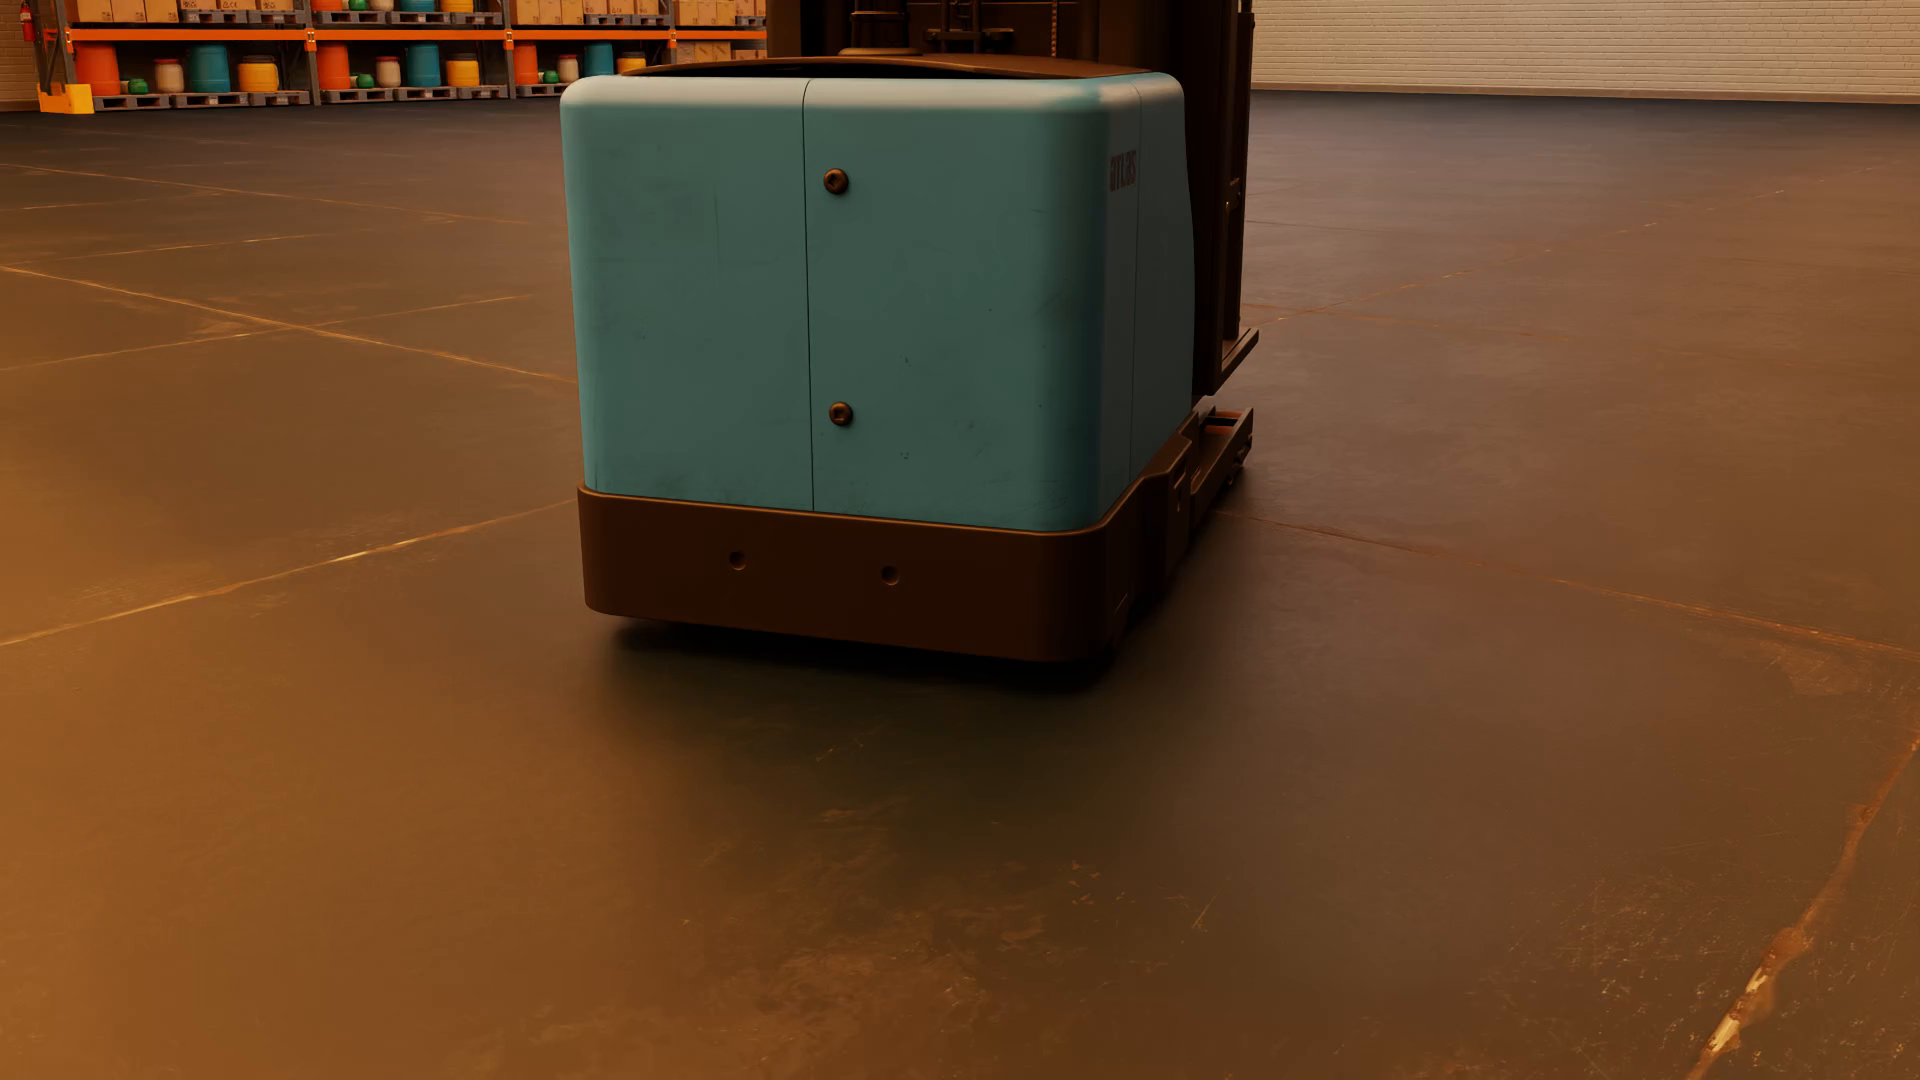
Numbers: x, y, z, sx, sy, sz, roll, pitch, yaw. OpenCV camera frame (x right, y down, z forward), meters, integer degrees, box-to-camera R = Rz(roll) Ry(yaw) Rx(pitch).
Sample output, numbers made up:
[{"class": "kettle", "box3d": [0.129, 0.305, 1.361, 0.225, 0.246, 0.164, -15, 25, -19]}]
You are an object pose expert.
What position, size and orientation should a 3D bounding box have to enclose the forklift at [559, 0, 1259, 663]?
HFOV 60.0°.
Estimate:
[{"class": "forklift", "box3d": [0.182, -1.571, 4.072, 1.130, 2.935, 3.031, 5, 18, 17]}]
